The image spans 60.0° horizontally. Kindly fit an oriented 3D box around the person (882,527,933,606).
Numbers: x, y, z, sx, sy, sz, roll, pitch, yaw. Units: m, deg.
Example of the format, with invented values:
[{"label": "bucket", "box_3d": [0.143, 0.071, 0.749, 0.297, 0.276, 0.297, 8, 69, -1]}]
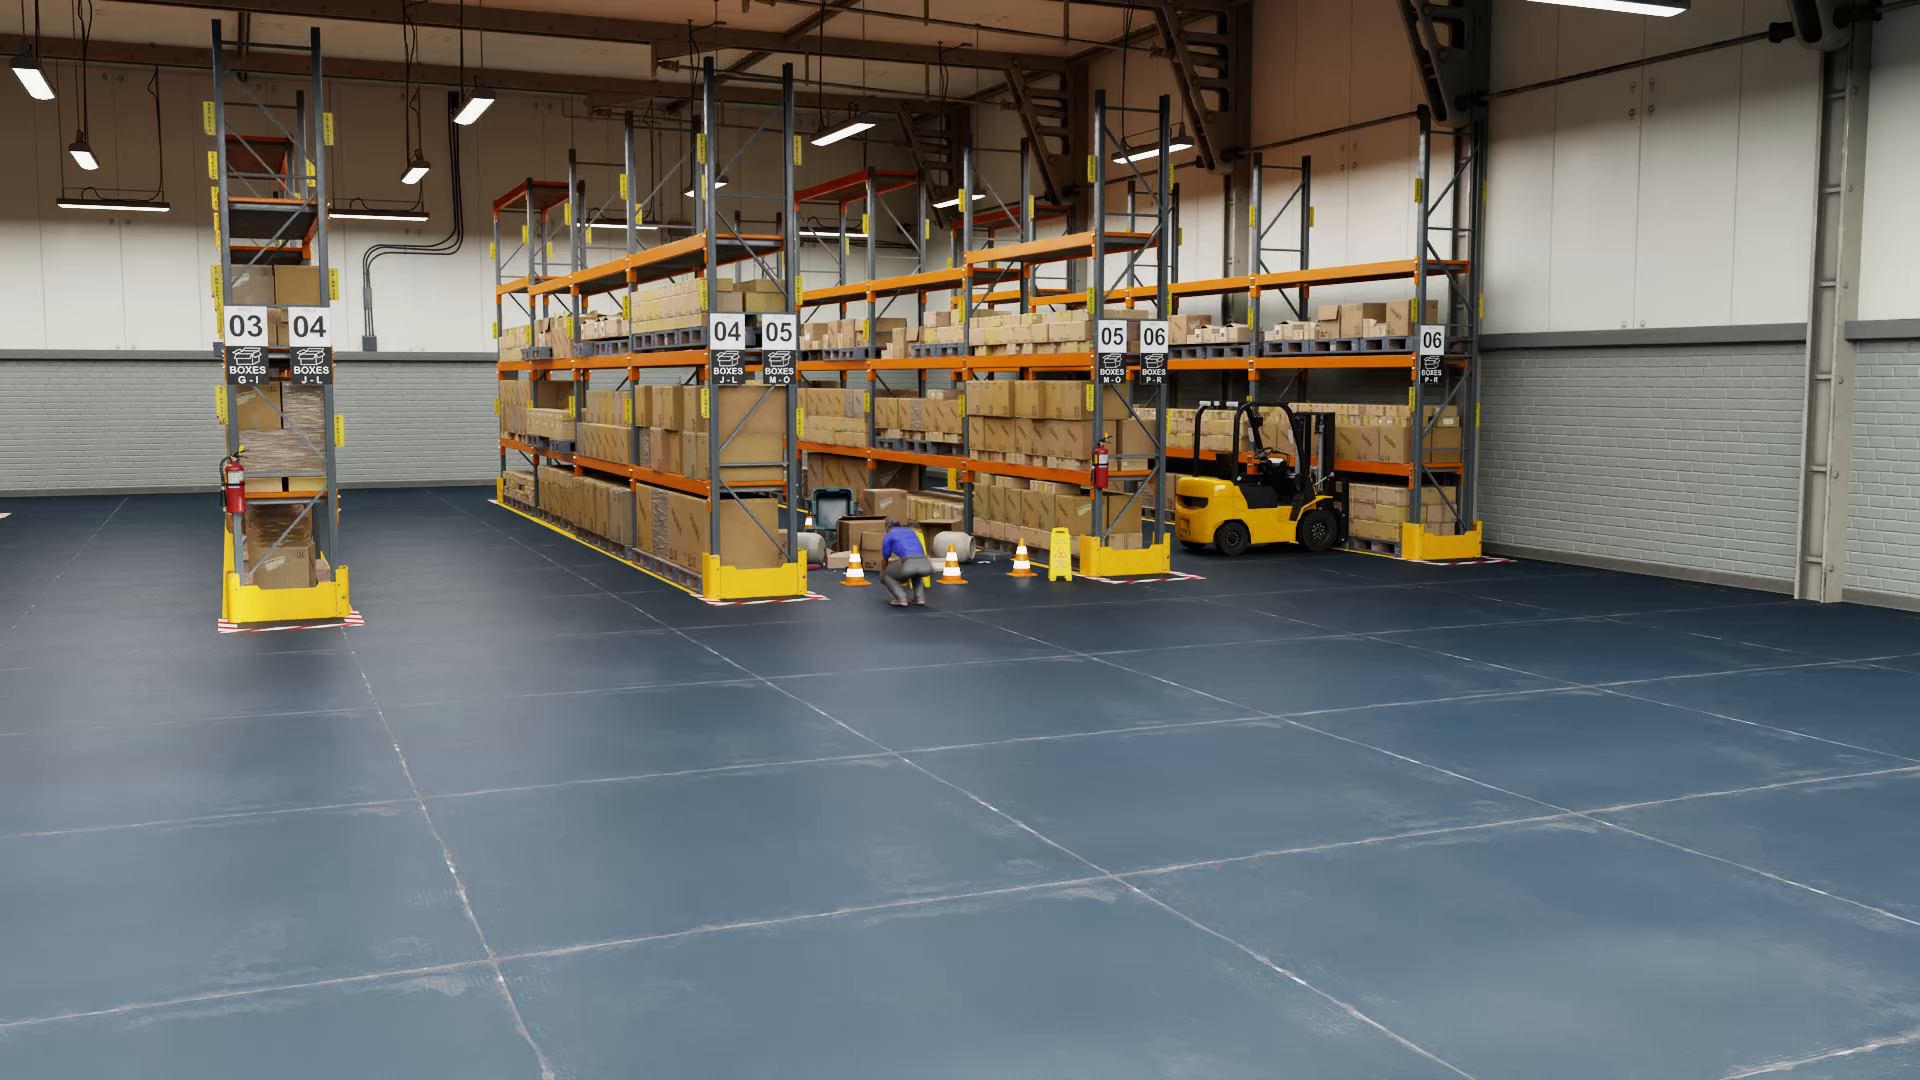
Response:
[{"label": "person", "box_3d": [-0.574, 0.294, 18.263, 0.455, 0.855, 0.618, -3, 6, -25]}]
